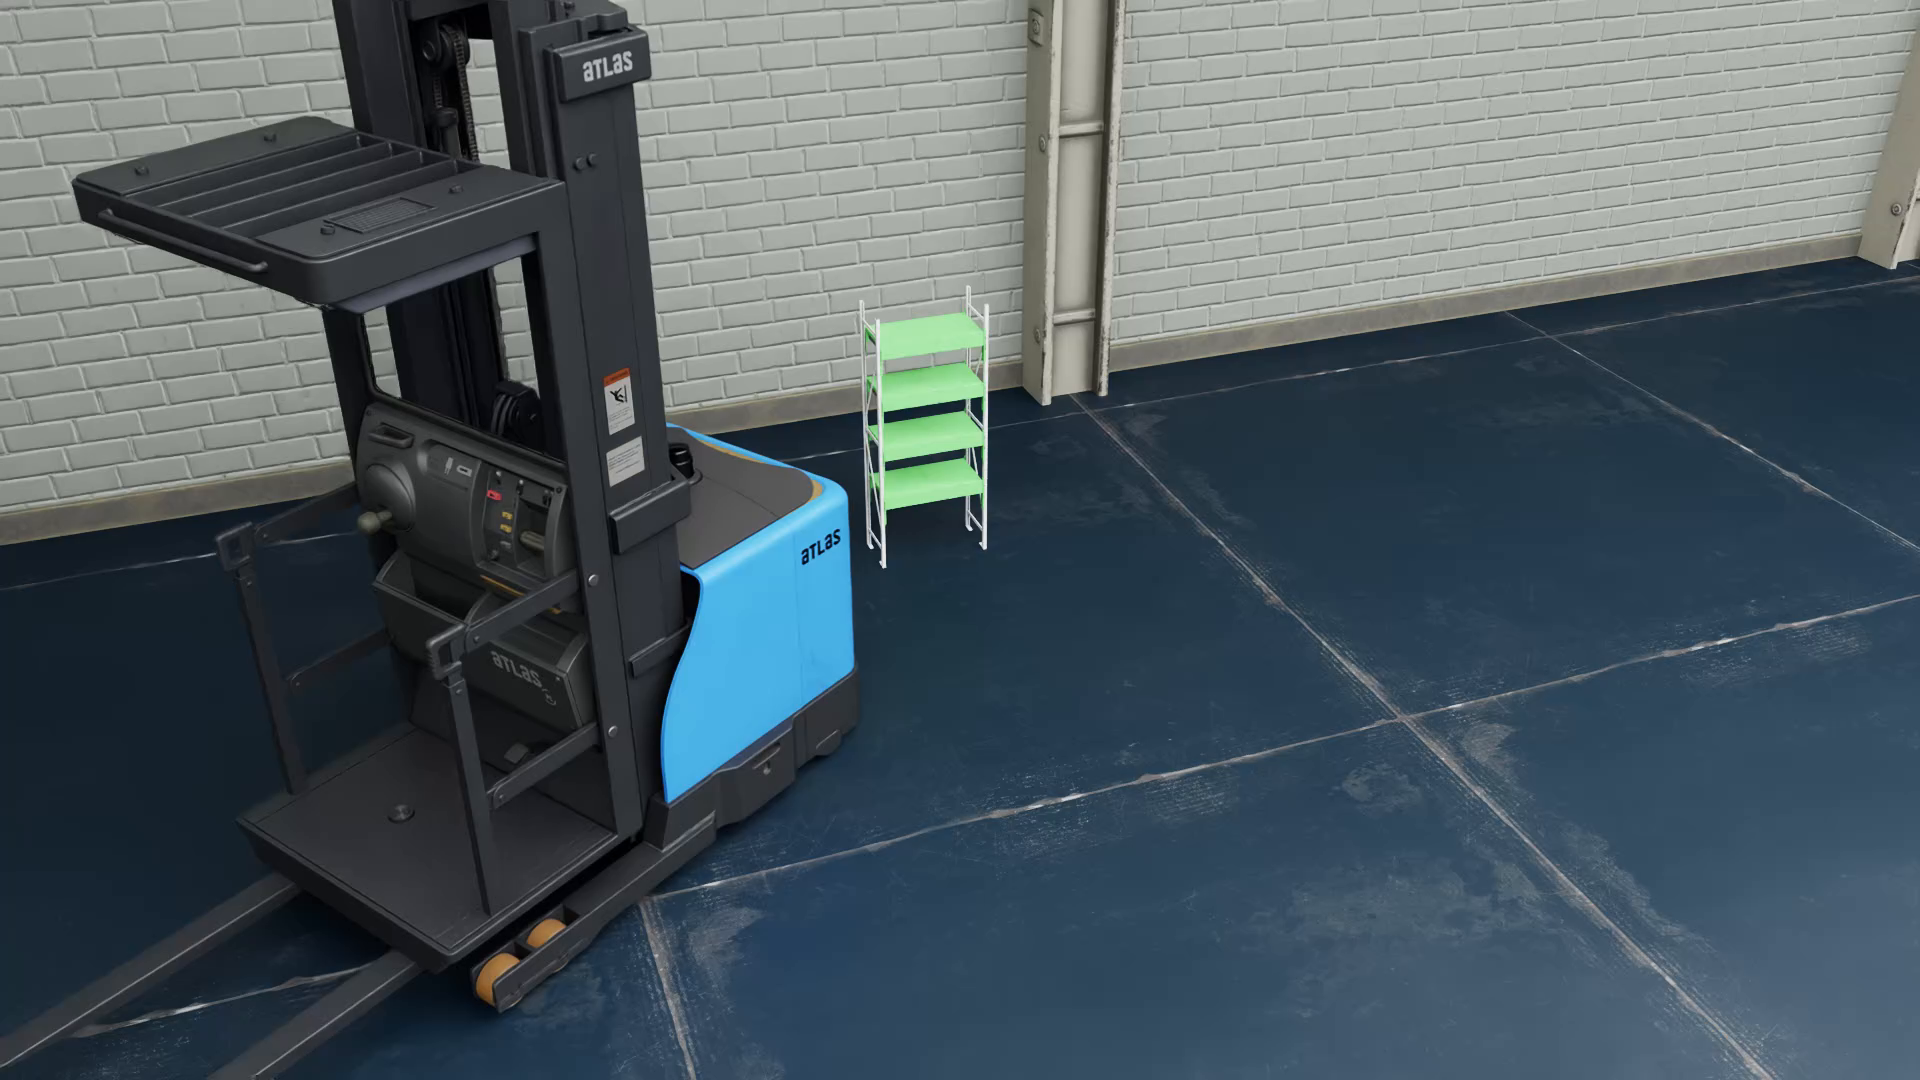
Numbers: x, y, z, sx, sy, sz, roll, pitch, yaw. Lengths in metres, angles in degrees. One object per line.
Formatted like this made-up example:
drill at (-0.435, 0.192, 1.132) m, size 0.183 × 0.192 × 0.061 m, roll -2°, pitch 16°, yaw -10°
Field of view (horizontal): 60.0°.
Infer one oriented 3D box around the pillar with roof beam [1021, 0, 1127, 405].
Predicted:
pillar with roof beam at (2.077, -2.749, 3.484) m, size 0.400 × 9.000 × 9.100 m, roll -10°, pitch 31°, yaw -18°

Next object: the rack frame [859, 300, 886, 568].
rack frame at (-0.384, -0.451, 7.329) m, size 0.015 × 1.200 × 0.240 m, roll -10°, pitch 31°, yaw -18°

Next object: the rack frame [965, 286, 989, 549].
rack frame at (0.074, -0.535, 7.477) m, size 0.015 × 1.200 × 0.240 m, roll -10°, pitch 31°, yaw -18°

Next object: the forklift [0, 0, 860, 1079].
forklift at (-1.657, -0.087, 4.942) m, size 1.130 × 2.935 × 3.031 m, roll 20°, pitch 35°, yaw 31°

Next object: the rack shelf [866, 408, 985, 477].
rack shelf at (-0.155, -0.437, 7.434) m, size 0.480 × 0.148 × 0.258 m, roll -10°, pitch 31°, yaw -18°

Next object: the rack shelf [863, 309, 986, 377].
rack shelf at (-0.155, -0.854, 7.197) m, size 0.480 × 0.148 × 0.258 m, roll -10°, pitch 31°, yaw -18°

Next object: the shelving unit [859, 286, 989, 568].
shelving unit at (-0.155, -0.493, 7.403) m, size 0.503 × 1.200 × 0.258 m, roll -10°, pitch 31°, yaw -18°

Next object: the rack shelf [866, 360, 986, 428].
rack shelf at (-0.155, -0.646, 7.316) m, size 0.480 × 0.148 × 0.258 m, roll -10°, pitch 31°, yaw -18°

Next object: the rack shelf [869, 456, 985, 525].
rack shelf at (-0.155, -0.229, 7.553) m, size 0.480 × 0.148 × 0.258 m, roll -10°, pitch 31°, yaw -18°

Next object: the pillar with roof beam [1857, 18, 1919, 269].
pillar with roof beam at (7.701, -3.785, 5.302) m, size 0.400 × 9.000 × 9.100 m, roll -10°, pitch 31°, yaw -18°
